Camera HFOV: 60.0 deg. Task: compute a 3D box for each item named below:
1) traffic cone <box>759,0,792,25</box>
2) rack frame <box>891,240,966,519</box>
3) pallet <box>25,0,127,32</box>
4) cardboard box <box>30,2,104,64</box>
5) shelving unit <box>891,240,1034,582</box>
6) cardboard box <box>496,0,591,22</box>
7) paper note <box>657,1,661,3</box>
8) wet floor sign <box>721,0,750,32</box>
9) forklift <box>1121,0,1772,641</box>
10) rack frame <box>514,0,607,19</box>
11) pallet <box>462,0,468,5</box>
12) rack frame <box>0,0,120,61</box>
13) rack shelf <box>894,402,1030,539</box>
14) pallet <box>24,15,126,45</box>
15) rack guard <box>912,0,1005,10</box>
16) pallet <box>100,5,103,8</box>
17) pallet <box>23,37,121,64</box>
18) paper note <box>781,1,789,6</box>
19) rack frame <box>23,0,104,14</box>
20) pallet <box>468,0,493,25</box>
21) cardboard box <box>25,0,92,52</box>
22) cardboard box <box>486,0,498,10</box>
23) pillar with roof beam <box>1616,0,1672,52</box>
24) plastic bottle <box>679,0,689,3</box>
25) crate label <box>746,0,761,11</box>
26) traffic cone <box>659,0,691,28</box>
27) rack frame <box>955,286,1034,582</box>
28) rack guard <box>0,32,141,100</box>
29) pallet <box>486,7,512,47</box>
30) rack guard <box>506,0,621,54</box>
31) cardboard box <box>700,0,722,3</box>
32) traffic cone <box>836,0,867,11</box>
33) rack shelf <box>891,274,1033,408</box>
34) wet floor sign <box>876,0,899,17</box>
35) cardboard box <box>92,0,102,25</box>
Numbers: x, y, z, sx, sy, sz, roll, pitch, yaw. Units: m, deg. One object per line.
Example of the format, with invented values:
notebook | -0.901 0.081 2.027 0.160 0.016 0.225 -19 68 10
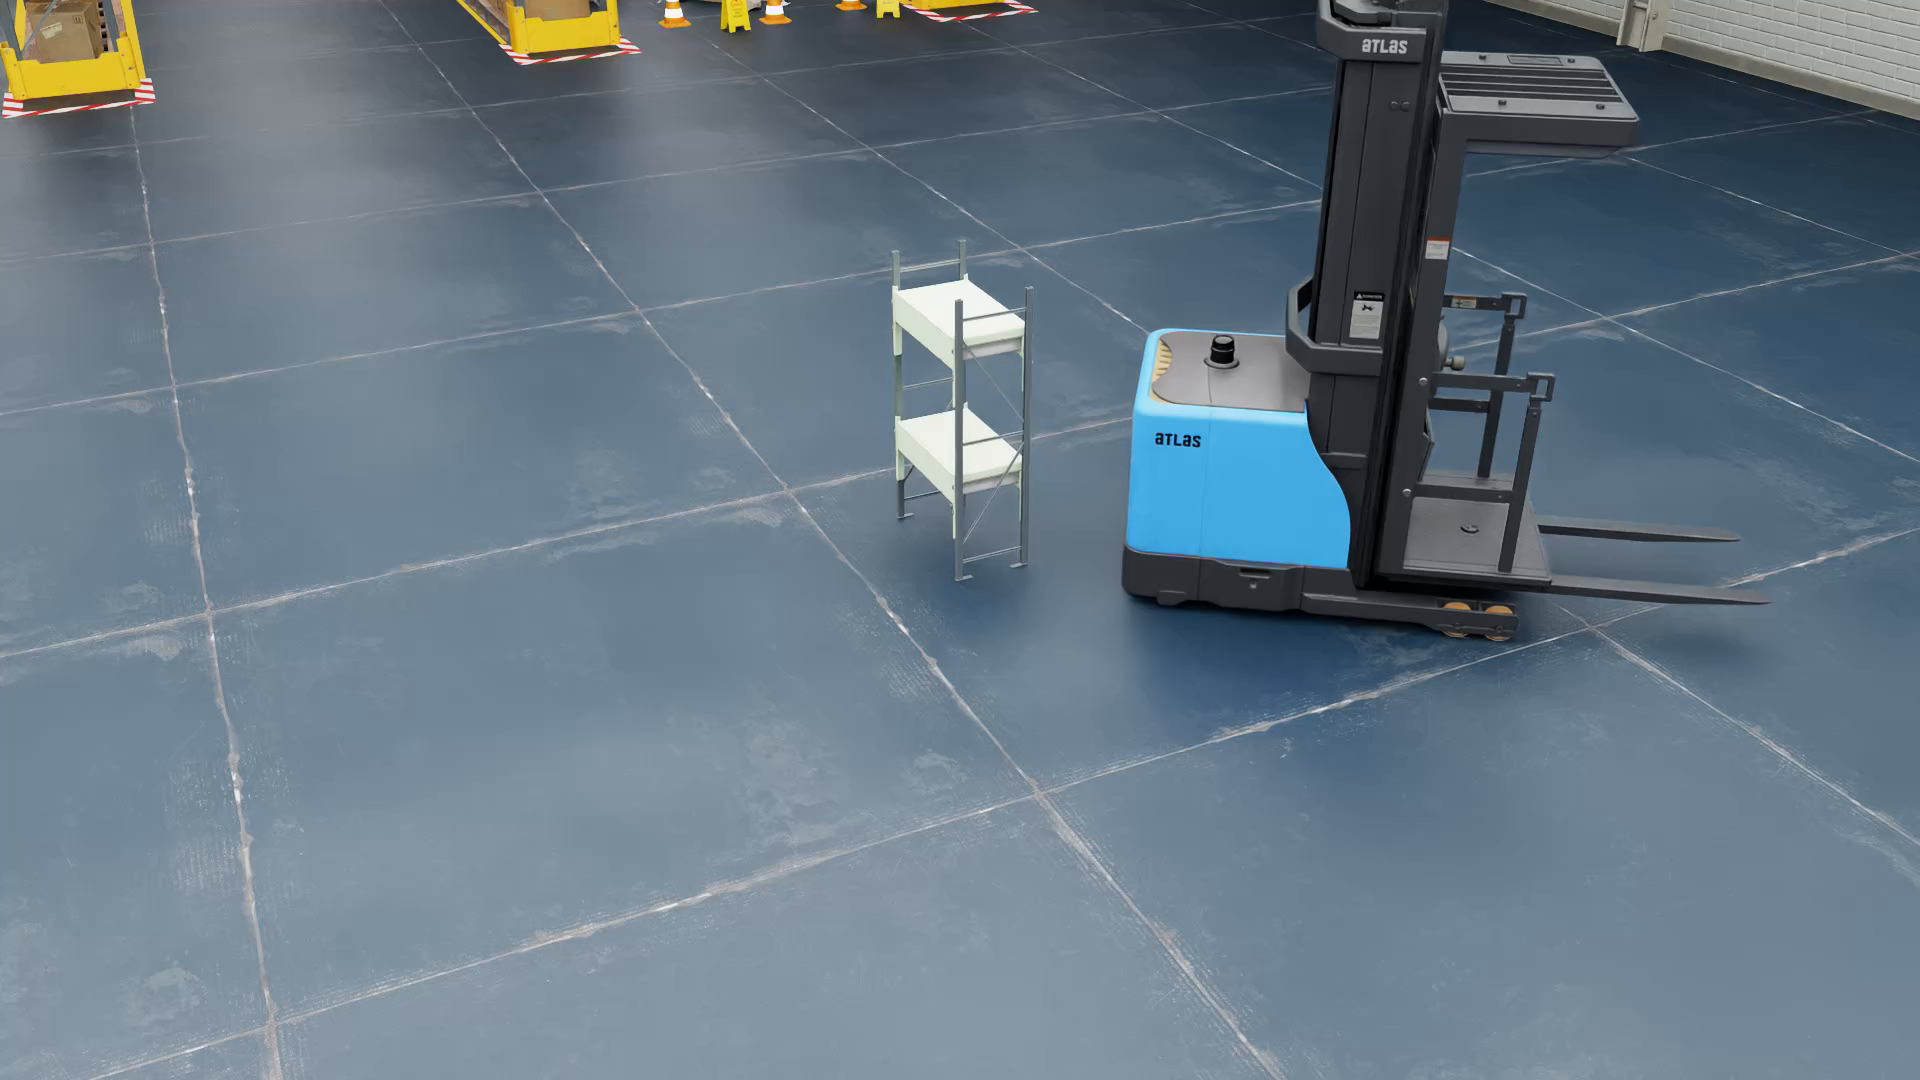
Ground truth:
traffic cone | -2.190 -6.359 19.617 0.336 0.463 0.334 -13 32 -22
rack frame | -0.154 -0.813 8.666 0.400 1.500 0.023 -13 32 -22
pallet | -10.331 -6.110 19.431 1.003 0.211 1.213 -13 32 -22
cardboard box | -9.187 -5.221 17.120 0.500 0.500 0.500 -7 30 -13
shelving unit | 0.003 -0.651 8.378 0.431 1.500 0.755 -13 32 -22
cardboard box | -4.762 -6.388 18.818 0.875 0.875 0.875 -13 32 -22
paper note | -3.738 -6.695 20.679 0.032 0.001 0.123 2 29 4
wet floor sign | -2.610 -6.222 19.186 0.267 0.644 0.232 -19 35 -30
forklift | 2.363 -1.080 7.679 3.031 2.935 1.130 5 30 8
rack frame | -4.411 -6.846 17.891 1.000 3.000 0.127 -13 32 -22
pallet | -5.872 -7.044 21.096 1.003 0.211 1.213 -13 32 -22
rack frame | -8.934 -5.849 16.114 1.000 3.000 0.127 -13 32 -22
rack shelf | 0.003 -0.367 8.537 0.431 0.370 0.720 -13 32 -22
pallet | -9.803 -5.571 18.468 1.003 0.211 1.213 -13 32 -22
rack guard | -0.016 -6.873 20.496 1.175 0.500 0.348 -13 32 -22
pallet | -10.987 -6.743 20.559 1.003 0.211 1.213 -13 32 -22
pallet | -9.284 -5.032 17.509 1.003 0.211 1.213 -13 32 -22
paper note | -2.187 -6.634 20.550 0.142 0.019 0.148 26 38 38
rack frame | -10.651 -7.616 19.265 1.000 3.000 0.127 -13 32 -22
pallet | -5.345 -6.504 20.134 1.003 0.211 1.213 -13 32 -22
cardboard box | -9.475 -5.478 17.578 0.500 0.500 0.500 -5 30 -9
cardboard box | -5.141 -6.776 19.510 0.875 0.875 0.875 -14 32 -23
pillar with roof beam | 3.700 -8.533 14.766 9.100 9.000 0.400 -13 32 -22
plastic bottle | -3.517 -6.765 20.752 0.283 0.061 0.133 26 38 38
crate label | -2.583 -6.551 20.293 0.298 0.136 0.250 19 34 30
traffic cone | -3.357 -6.272 19.462 0.336 0.463 0.334 -13 32 -22
rack frame | 0.160 -0.490 8.090 0.400 1.500 0.023 -13 32 -22
rack guard | -8.967 -4.792 16.785 1.175 0.500 0.348 -13 32 -22
pallet | -4.825 -5.966 19.174 1.003 0.211 1.213 -13 32 -22
rack guard | -4.401 -5.745 18.484 1.175 0.500 0.348 -13 32 -22
cardboard box | -3.024 -7.085 20.871 0.637 0.503 0.797 13 32 21
traffic cone | -1.333 -6.742 20.300 0.336 0.463 0.334 -13 32 -22
rack shelf | 0.003 -0.992 8.187 0.431 0.370 0.720 -13 32 -22
wet floor sign | -0.869 -6.594 19.850 0.267 0.644 0.232 -3 29 -5
cardboard box | -9.925 -6.014 18.535 0.500 0.500 0.500 -16 33 -26
